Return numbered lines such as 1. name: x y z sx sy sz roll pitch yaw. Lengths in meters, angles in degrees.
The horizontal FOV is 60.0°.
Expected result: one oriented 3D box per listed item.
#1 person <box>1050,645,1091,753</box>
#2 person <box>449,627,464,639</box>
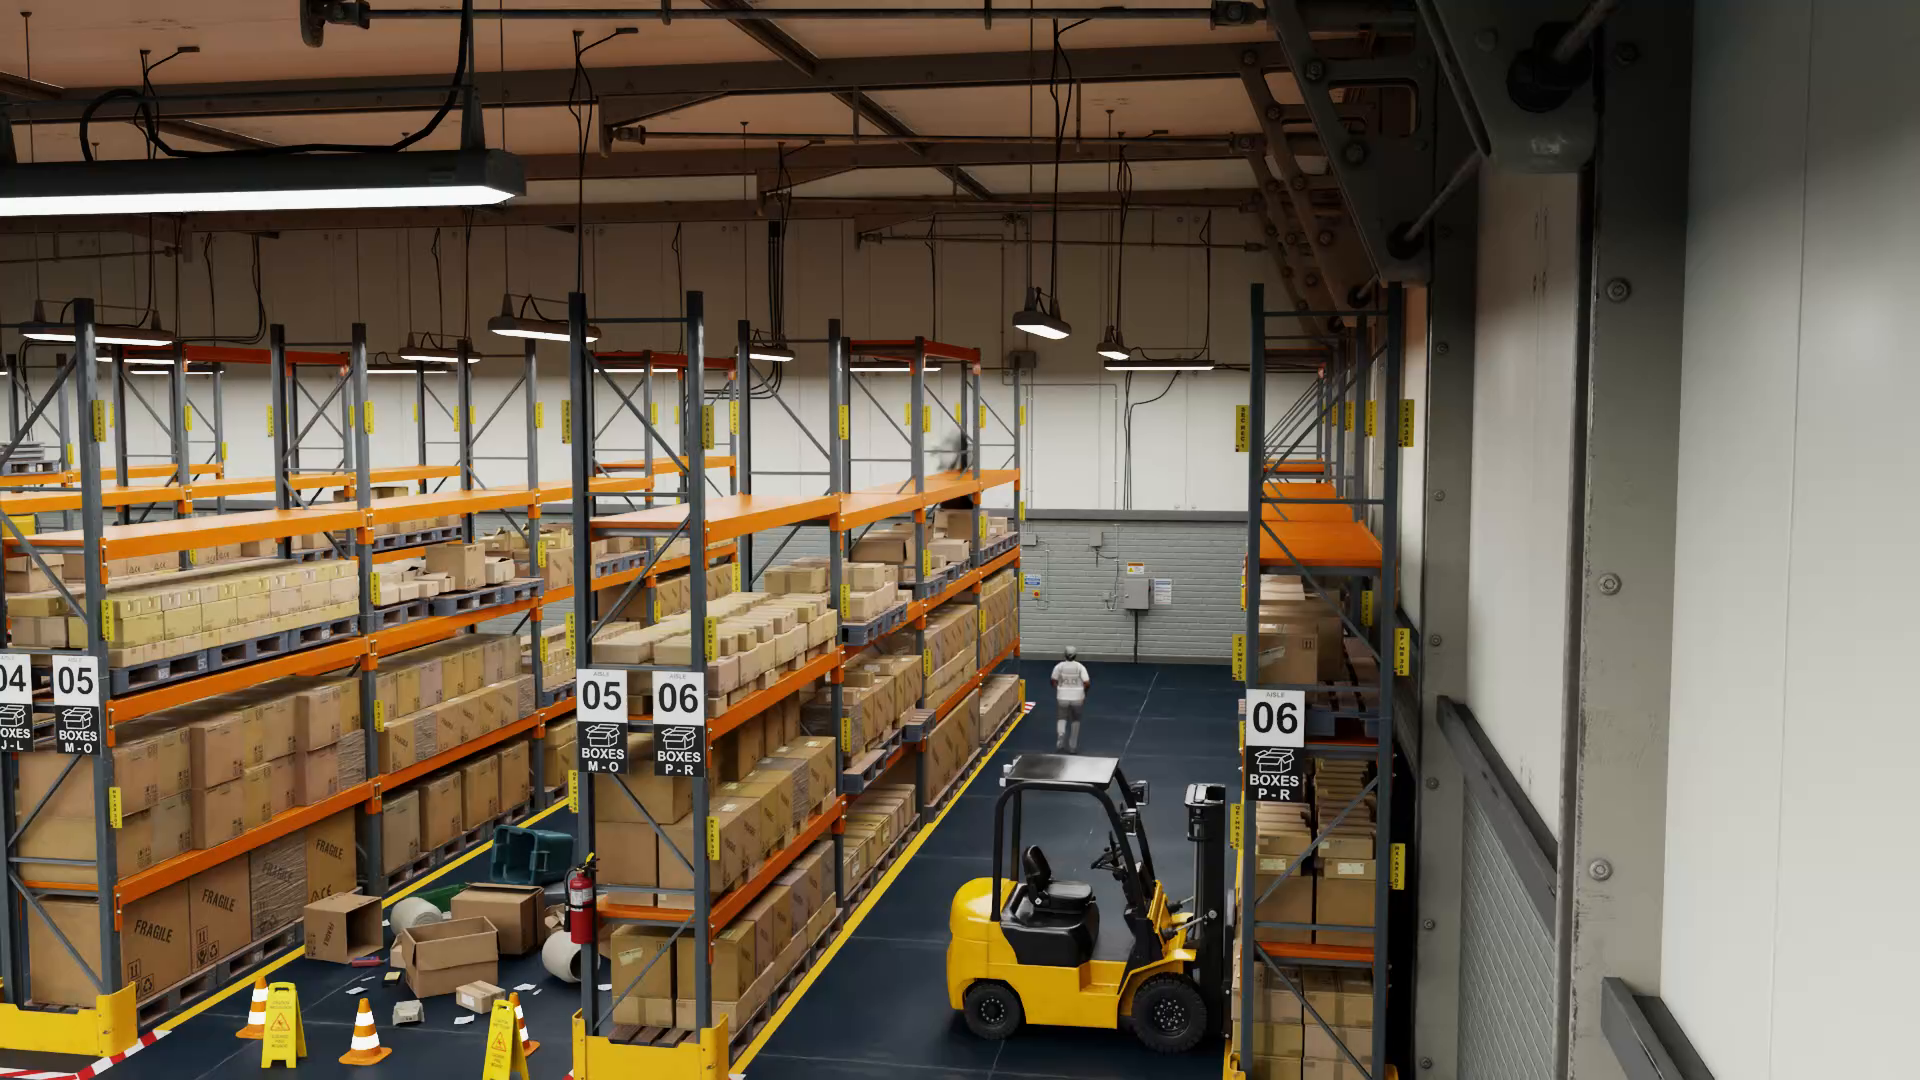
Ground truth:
1. person: 1.640 2.370 24.719 0.605 1.615 0.579 1 5 9
2. person: -8.024 2.171 26.682 0.650 1.688 0.602 1 5 7
